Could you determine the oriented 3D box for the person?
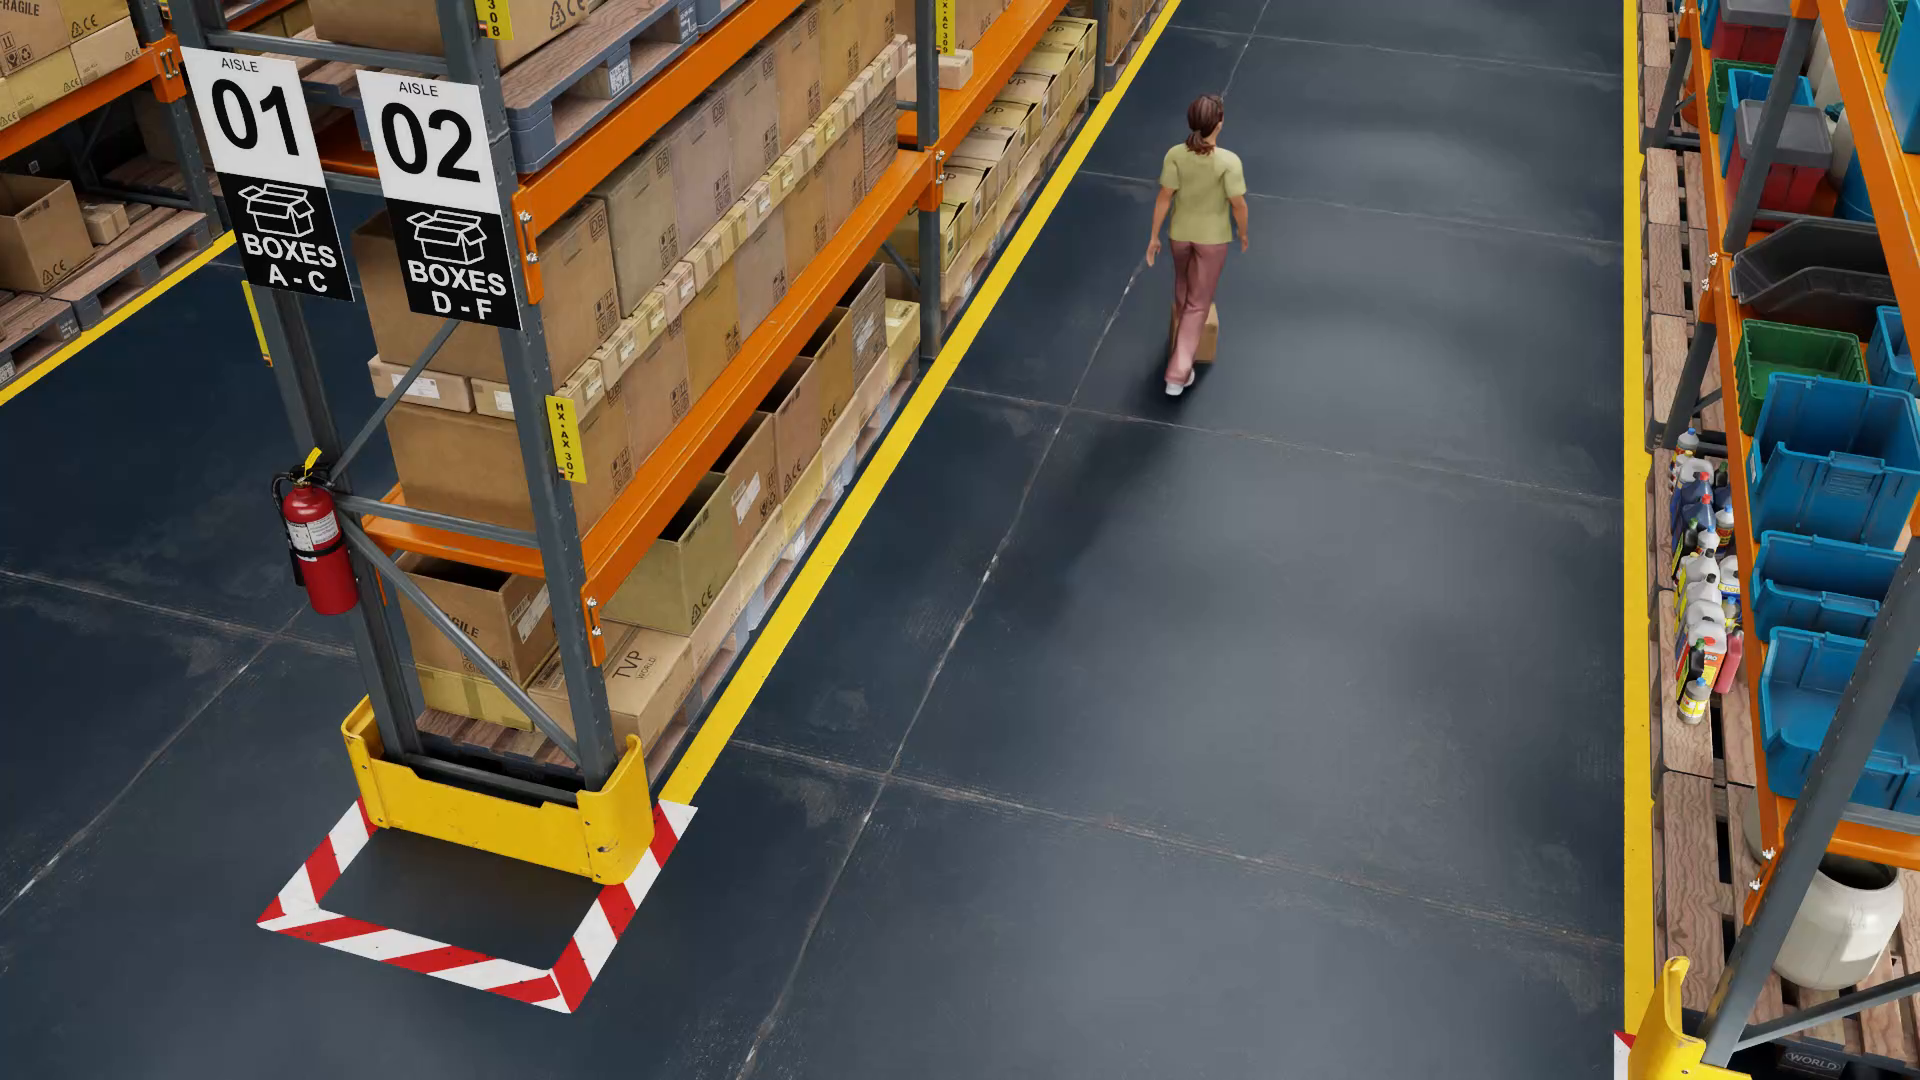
[{"bbox_3d":[1.337,-1.658,9.081,0.477,1.672,0.865,19,41,23],"label":"person"}]
